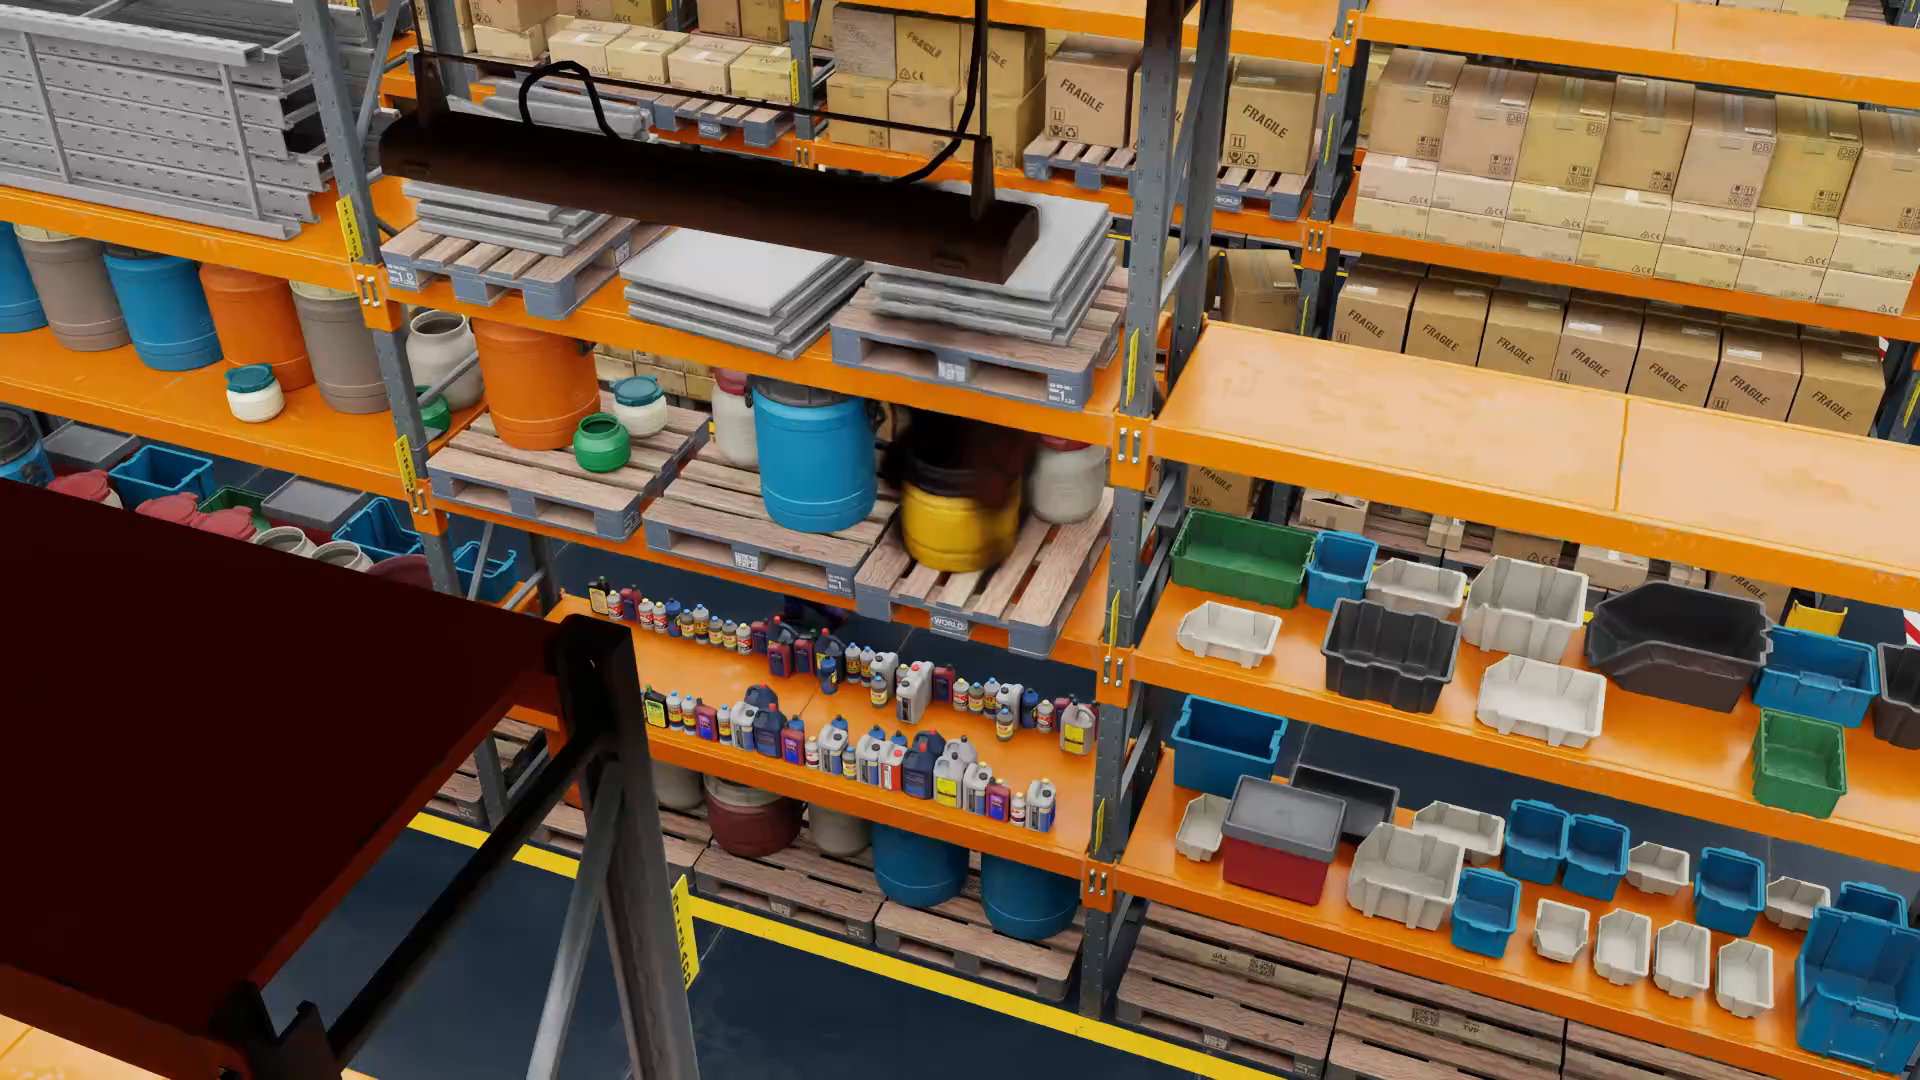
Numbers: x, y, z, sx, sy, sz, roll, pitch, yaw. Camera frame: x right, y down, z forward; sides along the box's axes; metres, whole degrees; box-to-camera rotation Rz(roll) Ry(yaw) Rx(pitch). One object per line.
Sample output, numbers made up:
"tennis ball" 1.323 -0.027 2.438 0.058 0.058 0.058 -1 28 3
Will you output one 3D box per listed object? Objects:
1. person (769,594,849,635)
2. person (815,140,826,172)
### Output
"person" -1.112 0.034 12.059 0.726 1.558 0.613 13 38 17
"person" -1.431 -3.127 16.198 0.654 1.737 0.710 5 37 6
